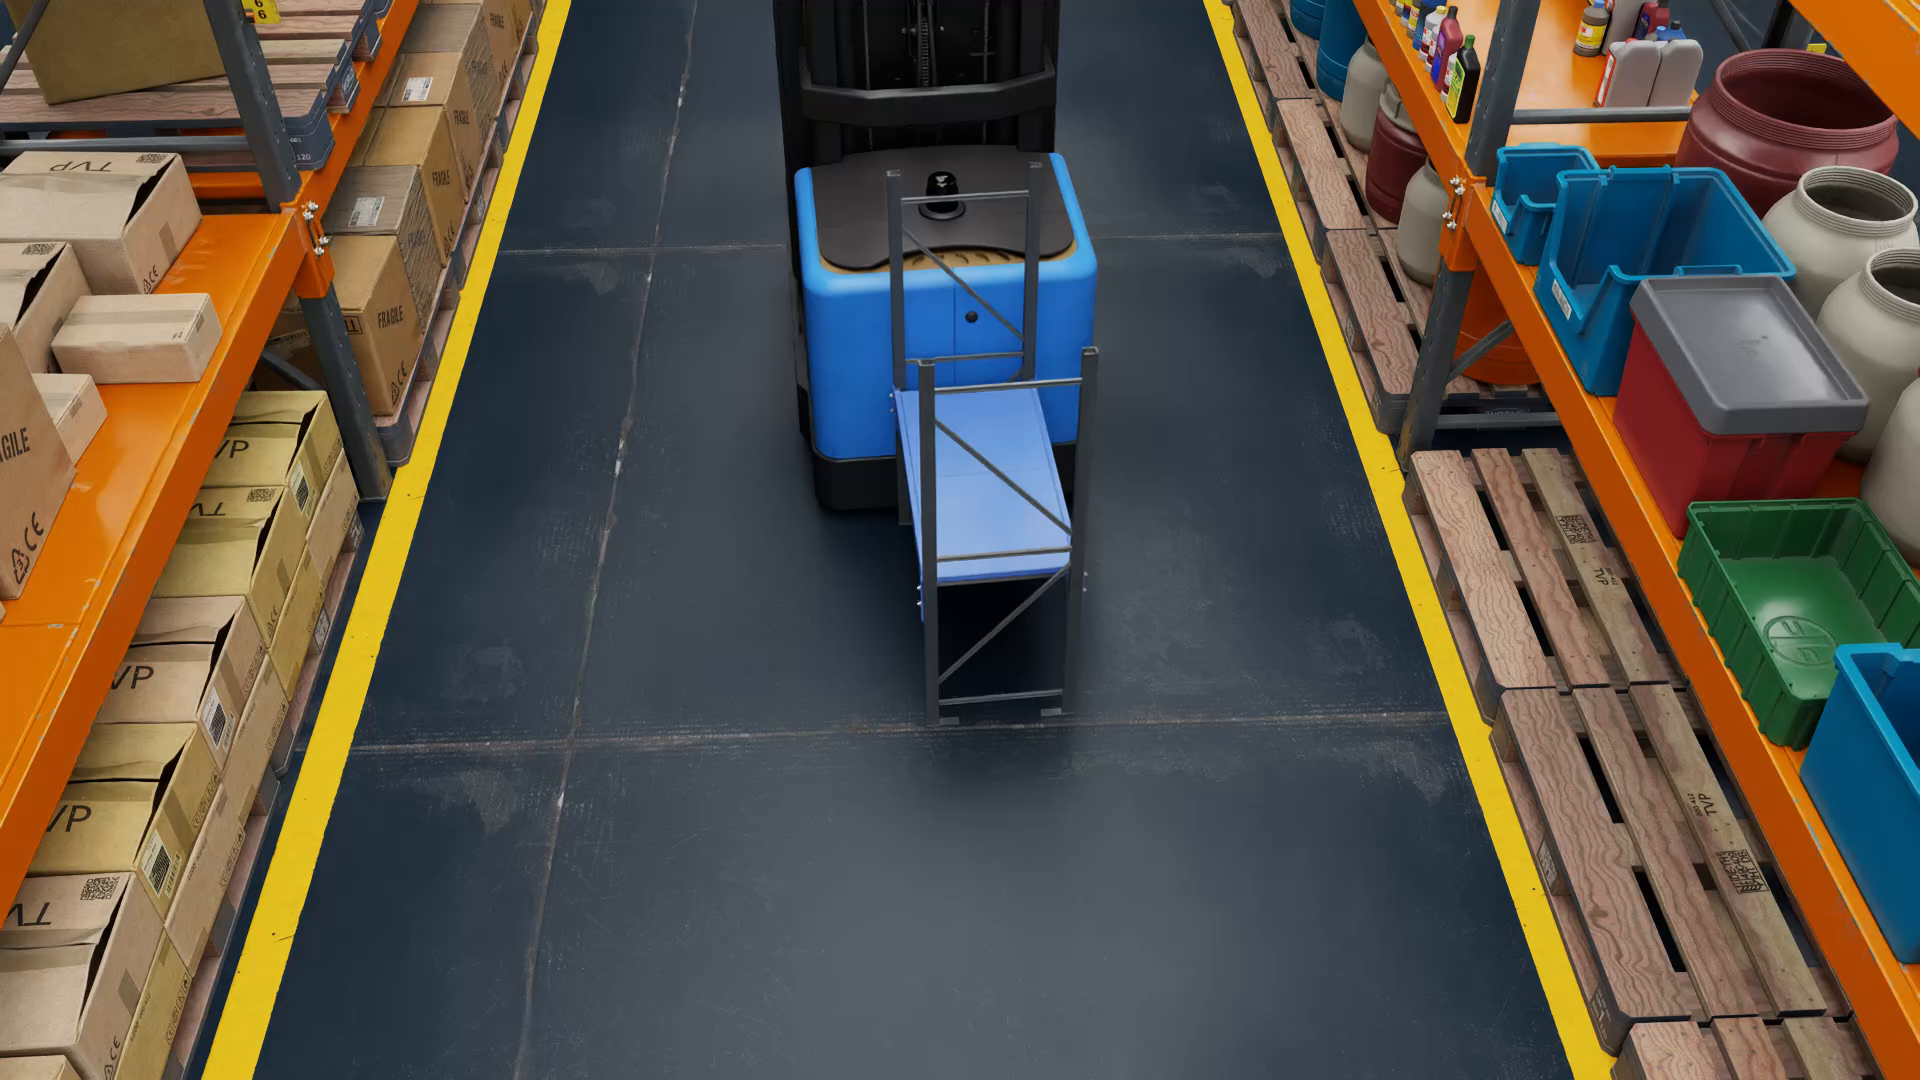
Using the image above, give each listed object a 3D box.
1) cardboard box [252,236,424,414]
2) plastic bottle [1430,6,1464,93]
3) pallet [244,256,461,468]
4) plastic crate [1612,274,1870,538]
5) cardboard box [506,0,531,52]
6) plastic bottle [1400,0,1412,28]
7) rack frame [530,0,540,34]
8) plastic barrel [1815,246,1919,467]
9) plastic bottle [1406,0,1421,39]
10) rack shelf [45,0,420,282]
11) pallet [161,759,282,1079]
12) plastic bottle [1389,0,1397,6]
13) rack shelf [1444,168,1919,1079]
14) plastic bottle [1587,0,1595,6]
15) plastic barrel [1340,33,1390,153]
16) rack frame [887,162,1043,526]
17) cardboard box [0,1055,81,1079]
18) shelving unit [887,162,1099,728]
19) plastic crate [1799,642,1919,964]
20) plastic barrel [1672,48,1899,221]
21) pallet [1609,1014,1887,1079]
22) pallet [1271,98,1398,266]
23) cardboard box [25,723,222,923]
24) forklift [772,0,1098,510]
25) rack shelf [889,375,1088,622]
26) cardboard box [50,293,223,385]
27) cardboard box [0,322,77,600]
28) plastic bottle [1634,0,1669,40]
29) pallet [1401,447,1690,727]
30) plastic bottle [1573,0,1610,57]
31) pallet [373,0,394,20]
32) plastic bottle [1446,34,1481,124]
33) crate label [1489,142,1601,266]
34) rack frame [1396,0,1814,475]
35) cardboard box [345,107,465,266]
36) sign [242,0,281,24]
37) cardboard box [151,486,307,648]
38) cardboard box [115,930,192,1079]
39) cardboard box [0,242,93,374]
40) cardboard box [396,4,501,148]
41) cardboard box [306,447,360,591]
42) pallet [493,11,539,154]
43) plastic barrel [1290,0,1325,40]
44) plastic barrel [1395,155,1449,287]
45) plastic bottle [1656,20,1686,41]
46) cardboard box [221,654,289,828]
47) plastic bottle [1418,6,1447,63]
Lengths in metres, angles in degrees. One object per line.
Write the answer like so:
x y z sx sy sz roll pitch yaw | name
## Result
-2.446 -0.836 6.467 0.500 0.500 0.500 0 43 0 | cardboard box
1.783 -1.793 6.073 0.061 0.283 0.133 -2 43 -2 | plastic bottle
-2.706 -0.757 6.920 1.003 0.211 1.213 -2 43 -2 | pallet
1.999 -0.344 4.358 0.402 0.464 0.583 -2 43 -2 | plastic crate
-2.575 -2.896 8.714 0.500 0.500 0.500 -2 43 -2 | cardboard box
1.780 -2.130 6.449 0.097 0.271 0.097 0 43 0 | plastic bottle
-2.882 -3.980 8.373 1.000 3.000 0.127 -2 43 -2 | rack frame
2.512 -0.488 4.480 0.421 0.512 0.421 0 43 0 | plastic barrel
1.784 -2.039 6.401 0.097 0.201 0.097 0 43 0 | plastic bottle
-2.797 -2.365 7.143 1.077 0.370 4.000 -2 43 -2 | rack shelf
-2.668 1.126 4.865 1.003 0.211 1.213 -2 43 -2 | pallet
1.772 -2.236 6.616 0.097 0.201 0.097 0 43 0 | plastic bottle
2.321 0.196 4.349 1.077 0.370 4.000 -2 43 -2 | rack shelf
2.552 -2.238 6.558 0.061 0.283 0.133 -2 43 -2 | plastic bottle
2.038 -2.128 7.882 0.421 0.512 0.421 0 43 0 | plastic barrel
0.015 -0.636 5.834 0.500 1.500 0.032 -5 43 -5 | rack frame
-2.327 1.448 3.759 0.500 0.311 0.500 -2 43 -2 | cardboard box
0.075 -0.295 5.462 0.538 1.500 1.048 -5 43 -5 | shelving unit
2.049 0.551 3.441 0.392 0.384 0.575 -2 43 -2 | plastic crate
2.559 -1.165 5.201 0.600 0.536 0.708 -2 43 -2 | plastic barrel
2.334 1.780 4.152 1.003 0.211 1.213 -2 43 -2 | pallet
2.113 -1.744 7.997 1.003 0.211 1.213 -2 43 -2 | pallet
-2.378 0.748 4.523 0.500 0.311 0.500 -1 43 -1 | cardboard box
-0.194 -2.189 6.469 1.130 2.935 3.031 -5 43 -5 | forklift
0.075 -0.163 5.584 0.538 0.185 1.000 -5 43 -5 | rack shelf
-2.398 -0.588 4.858 0.380 0.149 0.250 -2 43 -2 | cardboard box
-2.625 -0.185 4.157 0.500 0.500 0.500 -4 43 -4 | cardboard box
2.573 -1.901 6.191 0.061 0.283 0.133 -2 43 -2 | plastic bottle
2.231 0.132 5.949 1.003 0.211 1.213 -2 43 -2 | pallet
2.398 -1.944 6.298 0.097 0.201 0.097 0 43 0 | plastic bottle
-2.800 -2.522 6.924 1.003 0.211 1.213 -2 43 -2 | pallet
1.793 -1.638 5.903 0.061 0.283 0.133 -2 43 -2 | plastic bottle
1.880 -1.063 5.313 0.303 0.233 0.416 -2 43 -2 | crate label
2.237 -1.420 5.579 1.000 3.000 0.127 -2 43 -2 | rack frame
-2.490 -1.528 7.222 0.500 0.500 0.500 -2 43 -2 | cardboard box
-2.158 -1.725 5.055 0.100 0.325 0.005 -2 43 -2 | sign
-2.416 0.069 5.264 0.500 0.311 0.500 -2 43 -2 | cardboard box
-2.357 1.305 4.331 0.500 0.250 0.500 -3 43 -3 | cardboard box
-2.868 -0.638 4.792 0.500 0.311 0.500 -2 43 -2 | cardboard box
-2.542 -2.224 7.980 0.500 0.500 0.500 -1 43 -1 | cardboard box
-2.446 -0.073 5.834 0.500 0.250 0.500 -1 43 -1 | cardboard box
-2.810 -2.404 8.717 1.003 0.211 1.213 -2 43 -2 | pallet
2.073 -3.134 8.691 0.600 0.901 0.708 -2 43 -2 | plastic barrel
2.085 -1.366 7.050 0.421 0.512 0.421 0 43 0 | plastic barrel
2.564 -1.753 6.037 0.097 0.271 0.097 0 43 0 | plastic bottle
-2.403 0.614 5.084 0.500 0.250 0.500 -1 43 -1 | cardboard box
1.793 -1.907 6.258 0.097 0.201 0.097 0 43 0 | plastic bottle
